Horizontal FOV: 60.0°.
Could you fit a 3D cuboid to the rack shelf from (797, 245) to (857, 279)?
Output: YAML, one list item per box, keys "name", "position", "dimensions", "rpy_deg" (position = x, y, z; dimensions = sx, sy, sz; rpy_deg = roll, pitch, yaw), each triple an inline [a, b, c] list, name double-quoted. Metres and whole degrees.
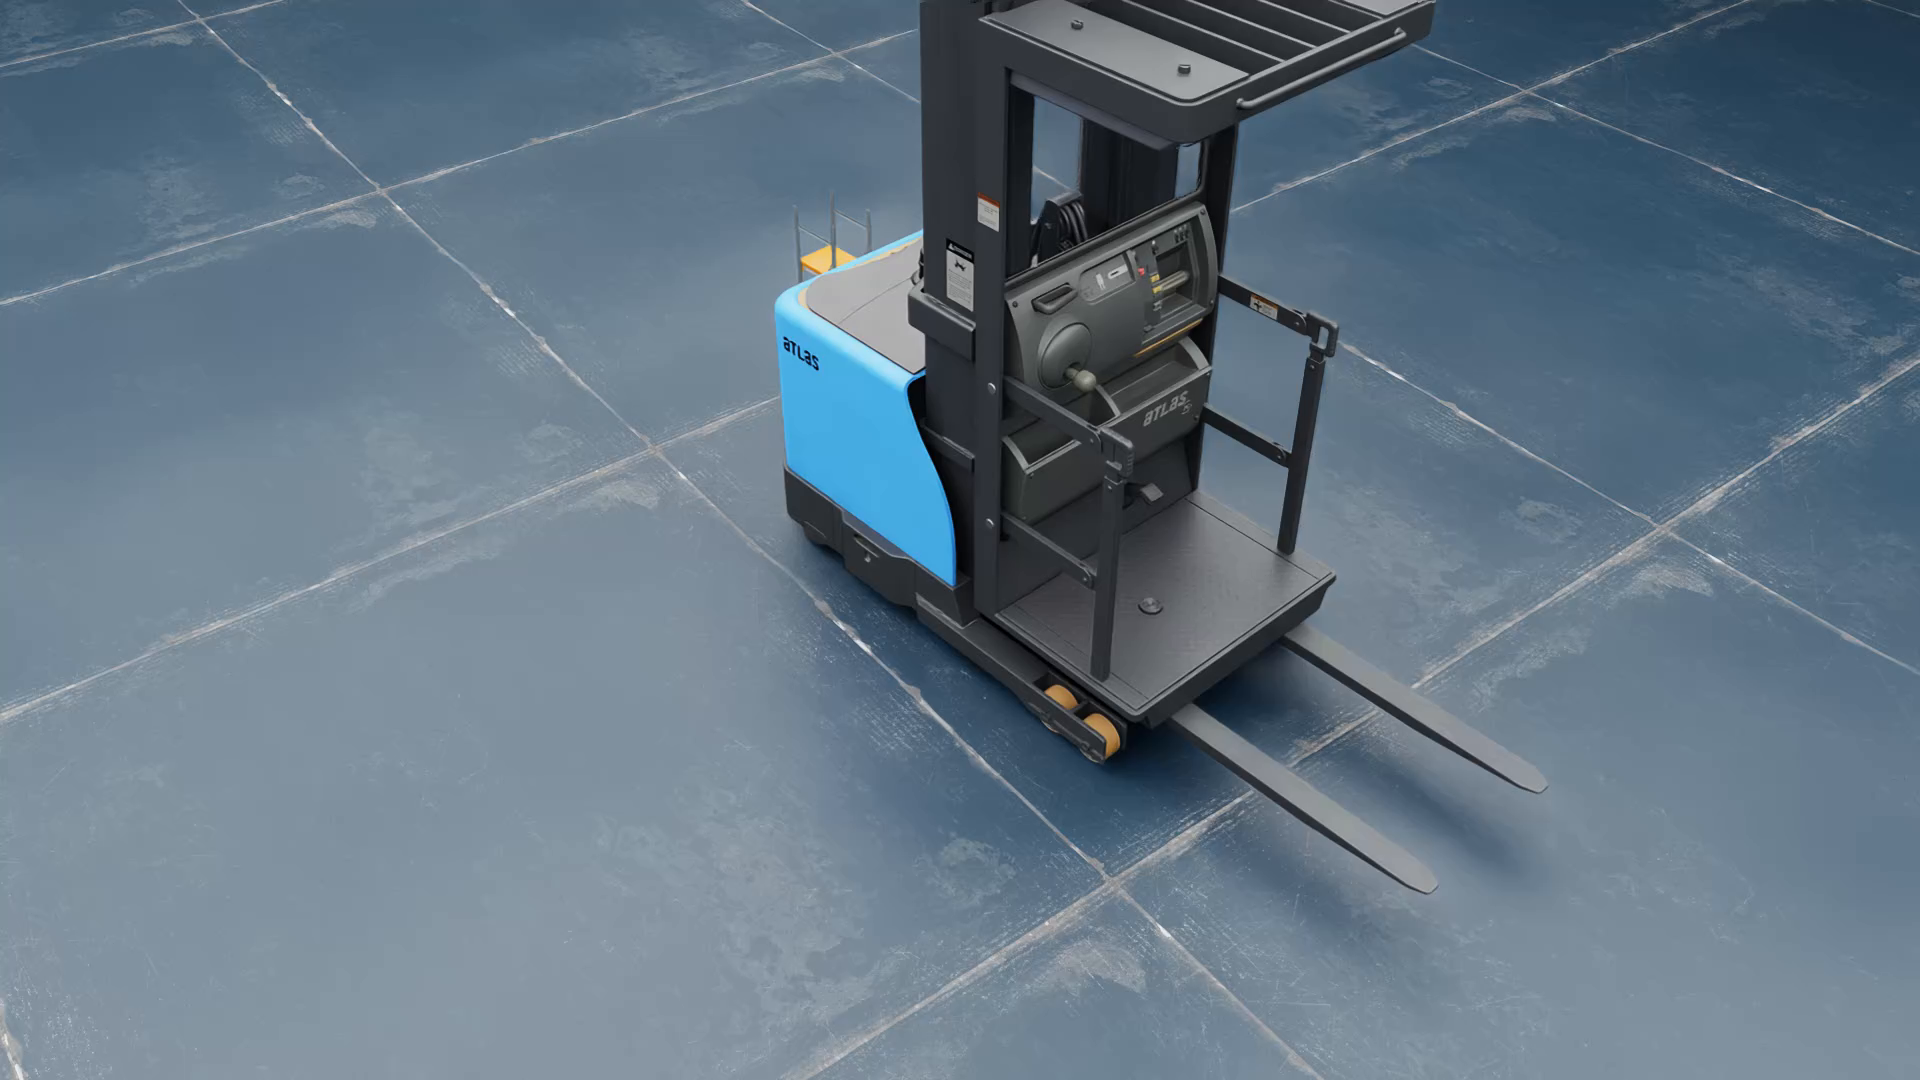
- name: "rack shelf"
  position: [-0.495, -1.061, 6.600]
  dimensions: [0.180, 0.103, 0.258]
  rpy_deg: [-31, 49, -32]

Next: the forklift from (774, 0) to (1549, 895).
- name: "forklift"
  position: [0.657, -0.729, 5.328]
  dimensions: [1.130, 2.935, 3.031]
  rpy_deg: [-30, 48, -31]

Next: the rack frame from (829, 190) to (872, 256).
- name: "rack frame"
  position: [-0.429, -0.858, 6.849]
  dimensions: [0.006, 1.200, 0.240]
  rpy_deg: [-31, 49, -32]

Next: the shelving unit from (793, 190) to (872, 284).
- name: "shelving unit"
  position: [-0.495, -0.817, 6.800]
  dimensions: [0.189, 1.200, 0.258]
  rpy_deg: [-31, 49, -32]

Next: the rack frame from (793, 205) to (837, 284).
- name: "rack frame"
  position: [-0.561, -0.777, 6.751]
  dimensions: [0.006, 1.200, 0.240]
  rpy_deg: [-31, 49, -32]
